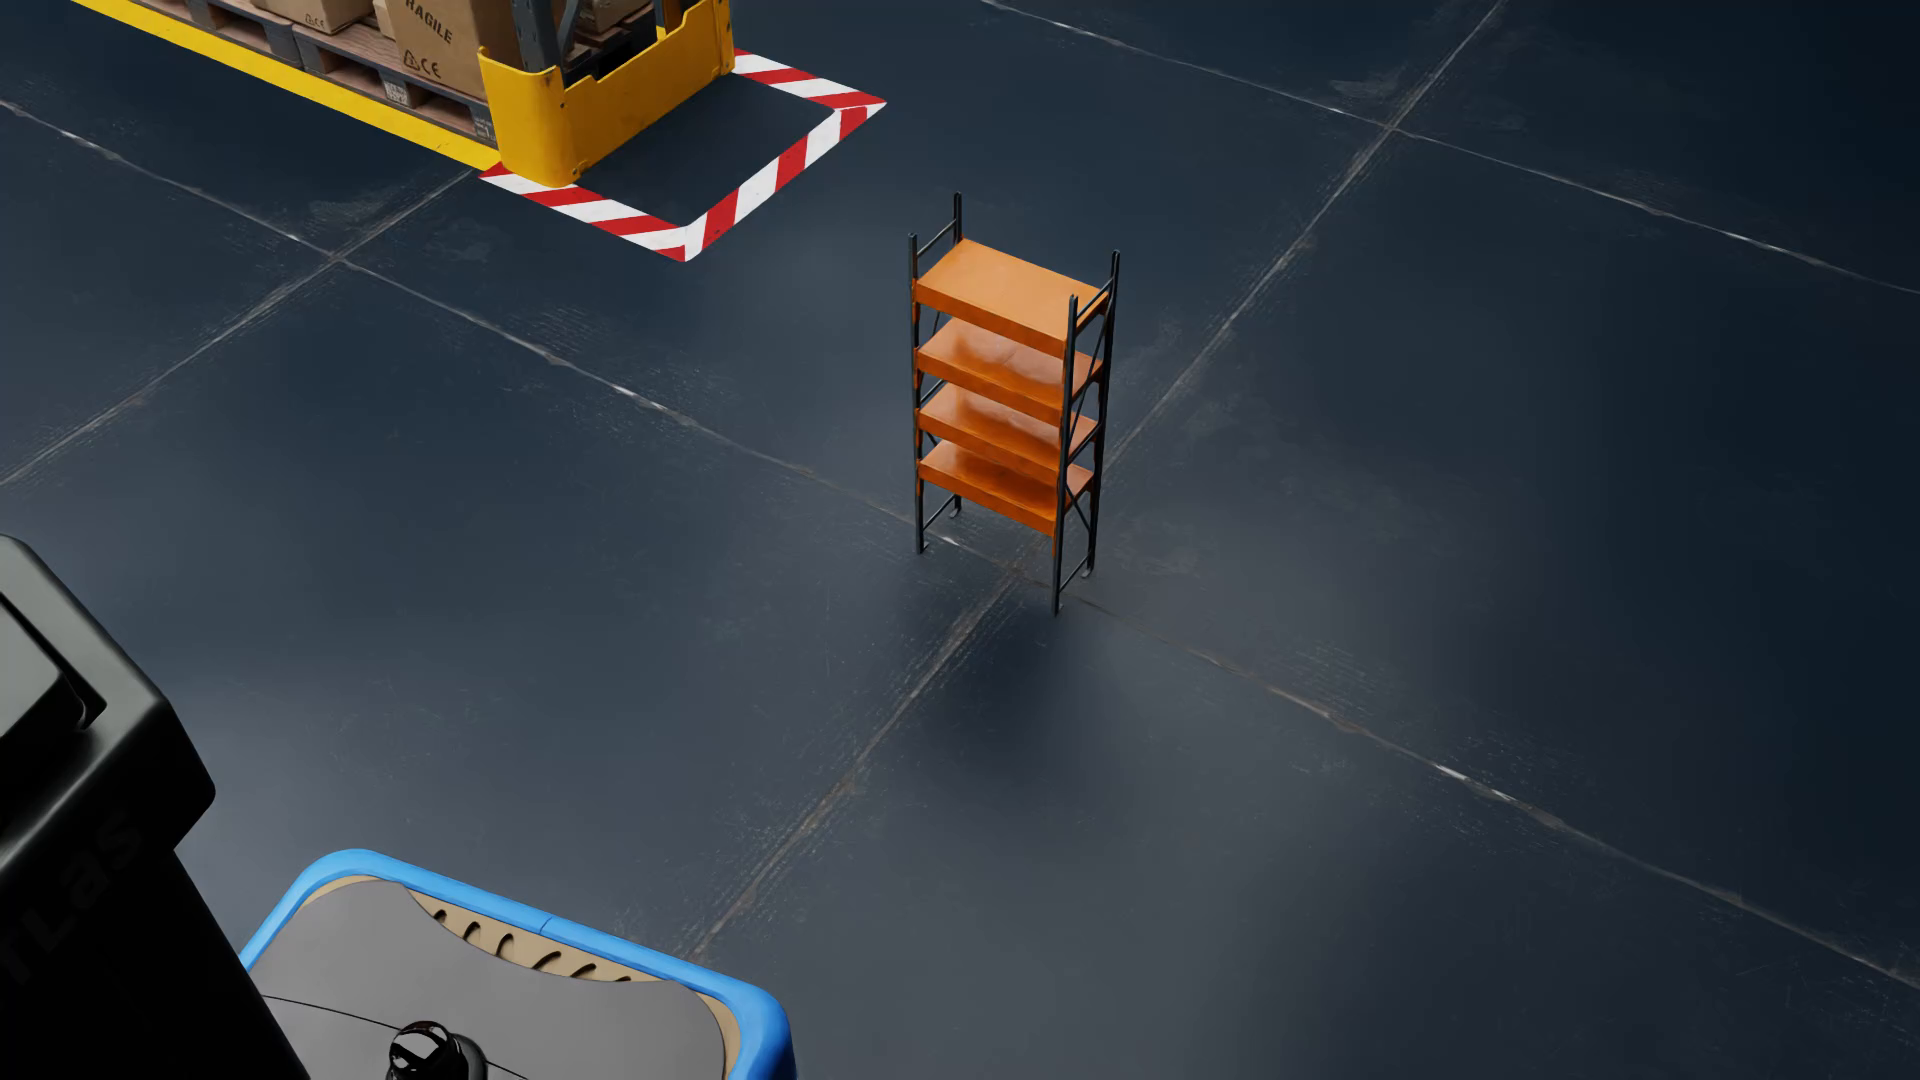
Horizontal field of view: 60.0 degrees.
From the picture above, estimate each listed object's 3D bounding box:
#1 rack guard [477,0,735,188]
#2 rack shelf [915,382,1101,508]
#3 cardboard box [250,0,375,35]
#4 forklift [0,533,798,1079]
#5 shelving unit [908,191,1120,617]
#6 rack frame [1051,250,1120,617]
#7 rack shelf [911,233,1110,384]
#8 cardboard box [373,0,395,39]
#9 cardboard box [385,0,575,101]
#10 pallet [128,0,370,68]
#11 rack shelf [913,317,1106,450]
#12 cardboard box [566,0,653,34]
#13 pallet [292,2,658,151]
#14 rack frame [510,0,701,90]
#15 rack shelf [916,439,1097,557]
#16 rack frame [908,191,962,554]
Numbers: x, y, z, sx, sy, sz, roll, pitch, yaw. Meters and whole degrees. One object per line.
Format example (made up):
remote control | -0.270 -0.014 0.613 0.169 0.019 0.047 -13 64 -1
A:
rack guard | -1.416 -1.974 6.819 0.348 0.500 1.175 25 51 22
rack shelf | 0.139 -0.307 4.806 0.480 0.148 0.258 25 51 22
cardboard box | -2.726 -2.458 7.158 0.500 0.250 0.500 25 51 22
forklift | -1.283 1.414 1.832 1.130 2.935 3.031 15 48 14
shelving unit | 0.139 -0.354 4.757 0.503 1.200 0.258 25 51 22
rack frame | 0.345 -0.260 4.666 0.015 1.200 0.240 25 51 22
rack shelf | 0.139 -0.628 4.476 0.480 0.148 0.258 25 51 22
cardboard box | -2.235 -2.254 7.018 0.250 0.166 0.380 25 51 22
cardboard box | -1.943 -2.159 6.693 0.500 0.500 0.500 25 51 22
pallet | -3.111 -2.654 7.682 1.213 0.211 1.003 25 51 22
rack shelf | 0.139 -0.463 4.645 0.480 0.148 0.258 25 51 22
cardboard box | -1.519 -2.345 7.118 0.250 0.149 0.380 25 51 22
pallet | -2.088 -2.181 7.222 1.213 0.211 1.003 25 51 22
rack frame | -1.352 -2.815 5.894 0.127 3.000 1.000 25 51 22
rack shelf | 0.139 -0.169 4.948 0.480 0.148 0.258 25 51 22
rack frame | -0.066 -0.449 4.849 0.015 1.200 0.240 25 51 22
